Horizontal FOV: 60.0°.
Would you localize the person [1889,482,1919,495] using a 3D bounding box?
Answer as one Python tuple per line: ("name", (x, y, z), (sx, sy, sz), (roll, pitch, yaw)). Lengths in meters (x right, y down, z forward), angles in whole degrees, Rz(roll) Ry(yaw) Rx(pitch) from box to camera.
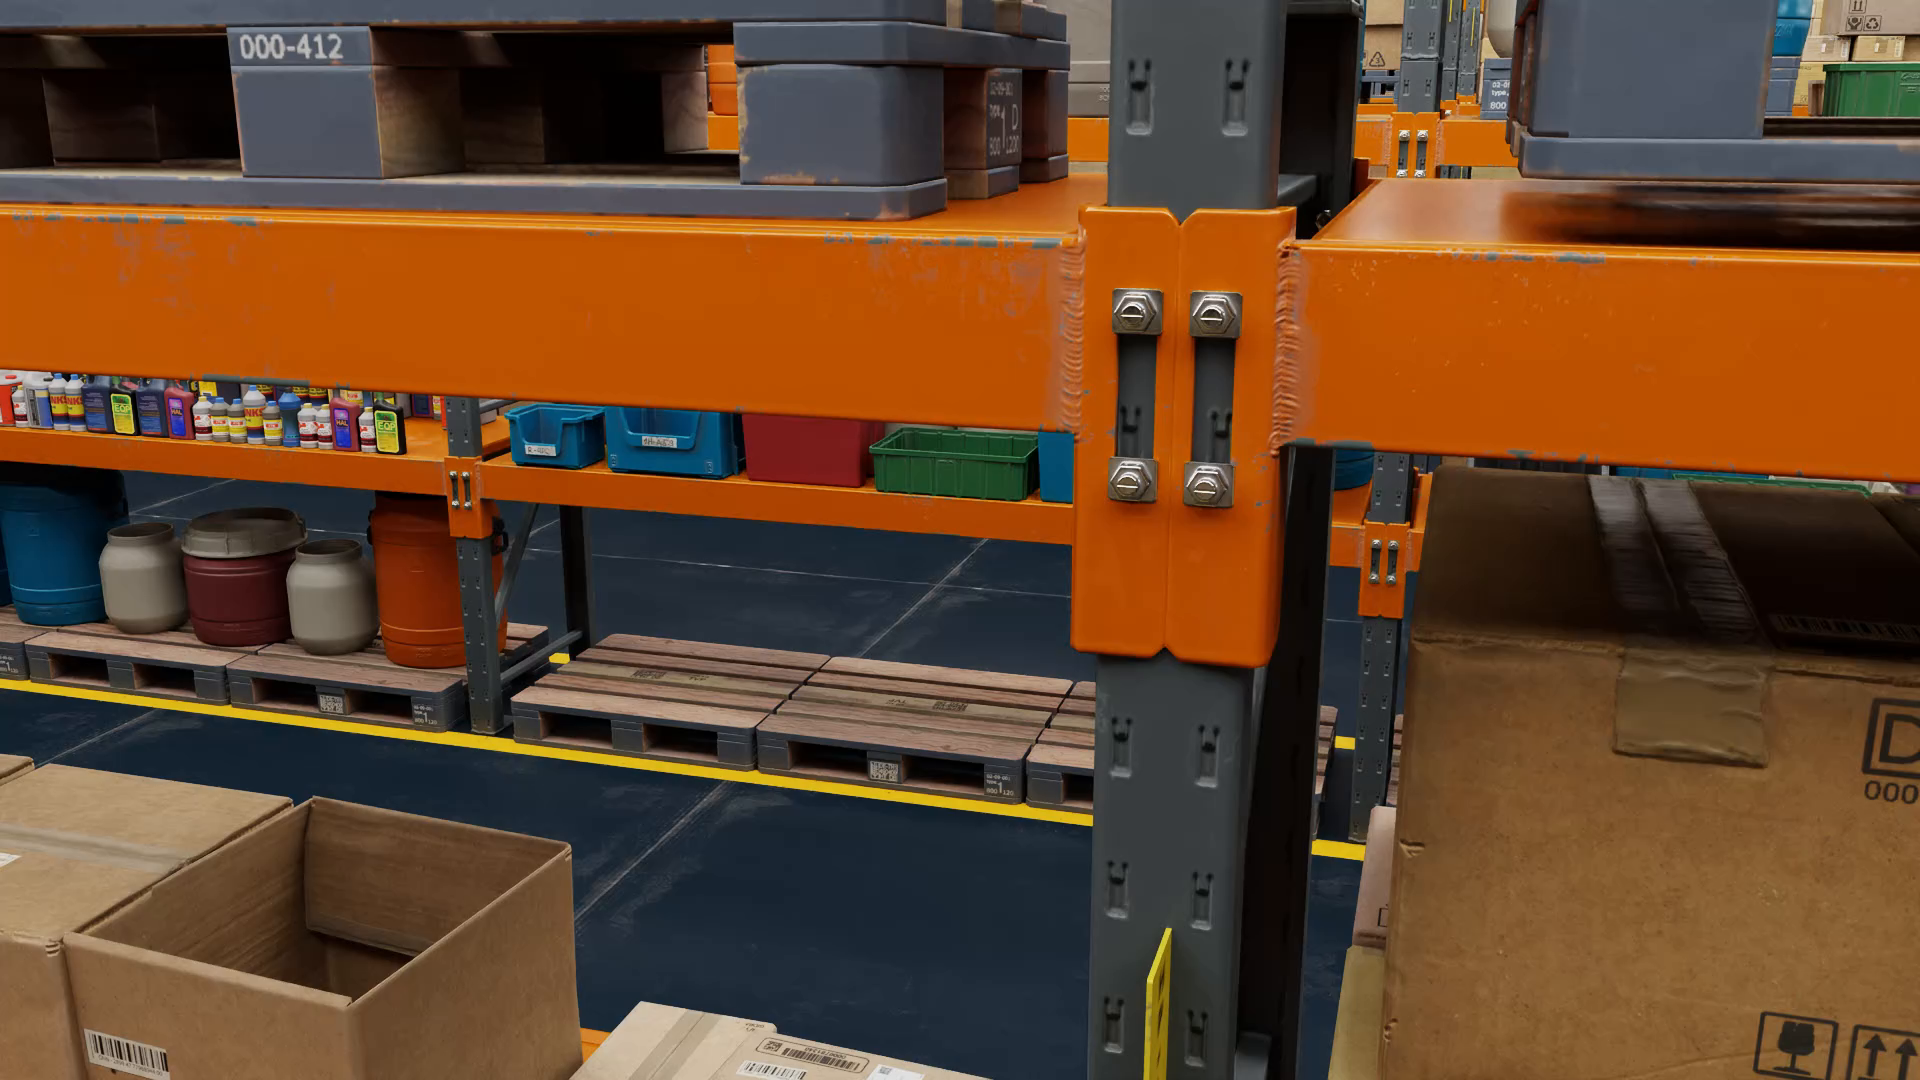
("person", (4.501, -0.035, 8.159), (0.809, 1.548, 0.412), (1, 15, 3))
